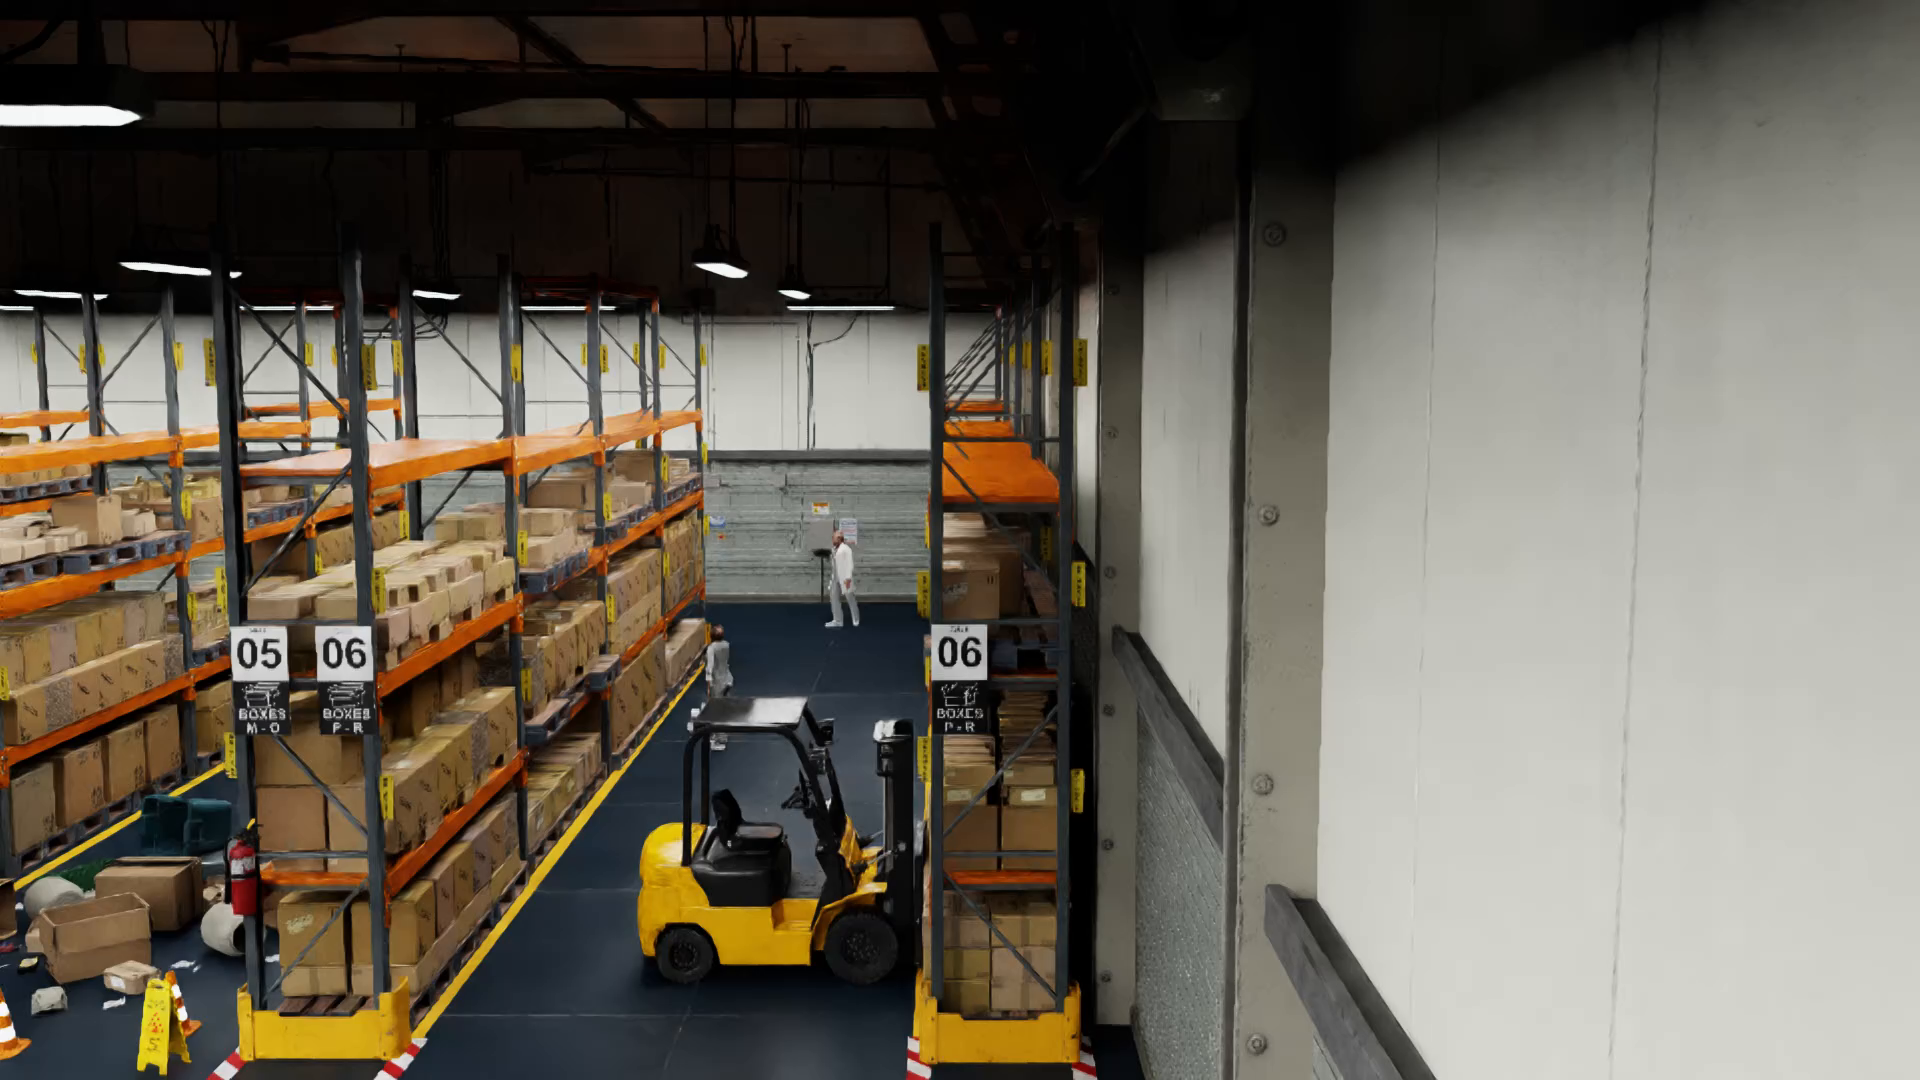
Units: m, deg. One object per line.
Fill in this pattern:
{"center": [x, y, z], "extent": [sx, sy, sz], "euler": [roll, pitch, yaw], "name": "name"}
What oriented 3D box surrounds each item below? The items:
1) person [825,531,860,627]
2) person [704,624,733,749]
{"center": [-2.155, 0.760, 30.724], "extent": [0.655, 1.672, 0.605], "euler": [-6, 9, -43], "name": "person"}
{"center": [-3.136, 1.871, 21.394], "extent": [0.453, 1.599, 0.467], "euler": [4, 8, 31], "name": "person"}
